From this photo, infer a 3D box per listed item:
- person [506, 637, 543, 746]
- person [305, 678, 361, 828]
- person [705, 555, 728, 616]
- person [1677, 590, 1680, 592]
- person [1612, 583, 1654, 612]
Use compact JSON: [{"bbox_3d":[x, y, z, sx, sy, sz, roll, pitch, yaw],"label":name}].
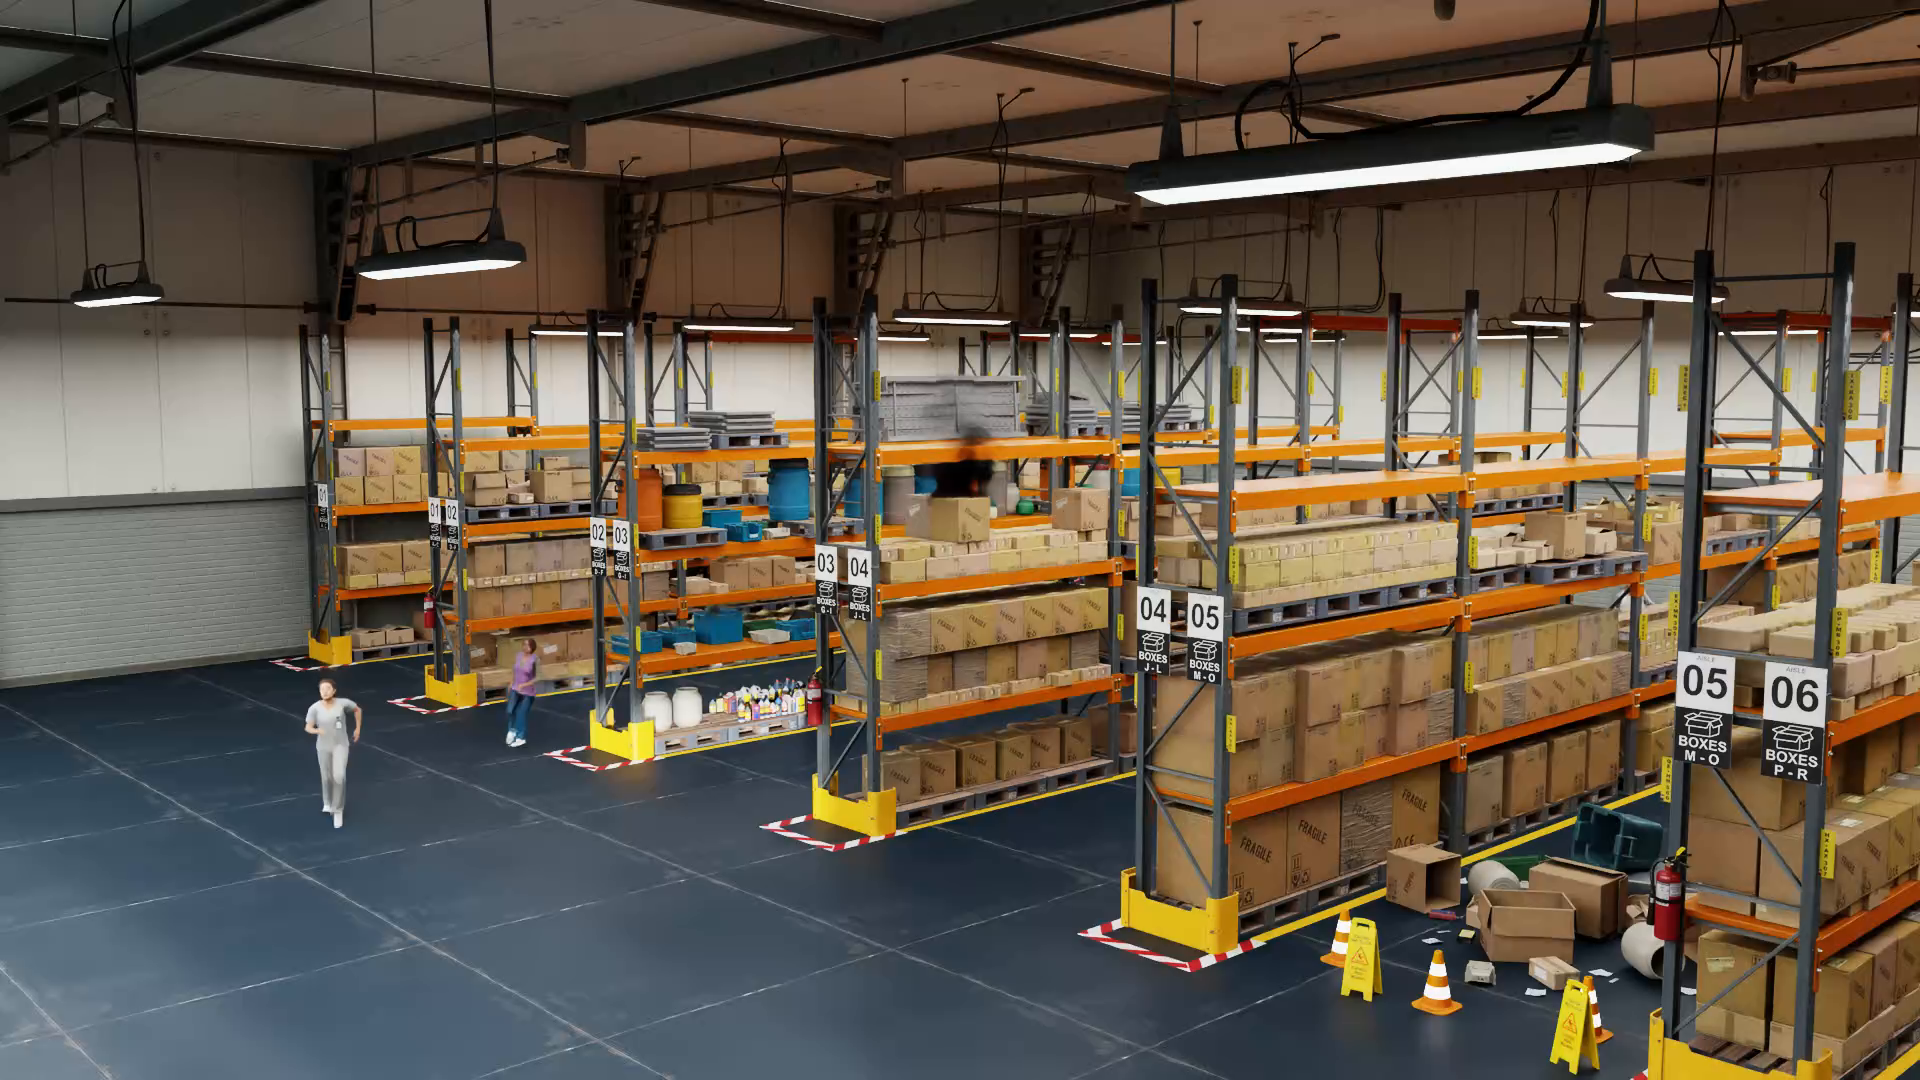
[{"bbox_3d":[-5.983,2.095,22.785,0.548,1.534,0.560,1,6,10],"label":"person"},{"bbox_3d":[-7.183,2.413,19.088,0.572,1.697,0.876,-1,6,-13],"label":"person"},{"bbox_3d":[-4.697,1.062,32.278,0.586,1.666,0.641,4,7,35],"label":"person"},{"bbox_3d":[11.310,1.651,26.238,0.661,1.773,0.650,6,8,44],"label":"person"},{"bbox_3d":[11.421,1.440,28.280,0.712,1.736,0.820,3,6,26],"label":"person"}]
